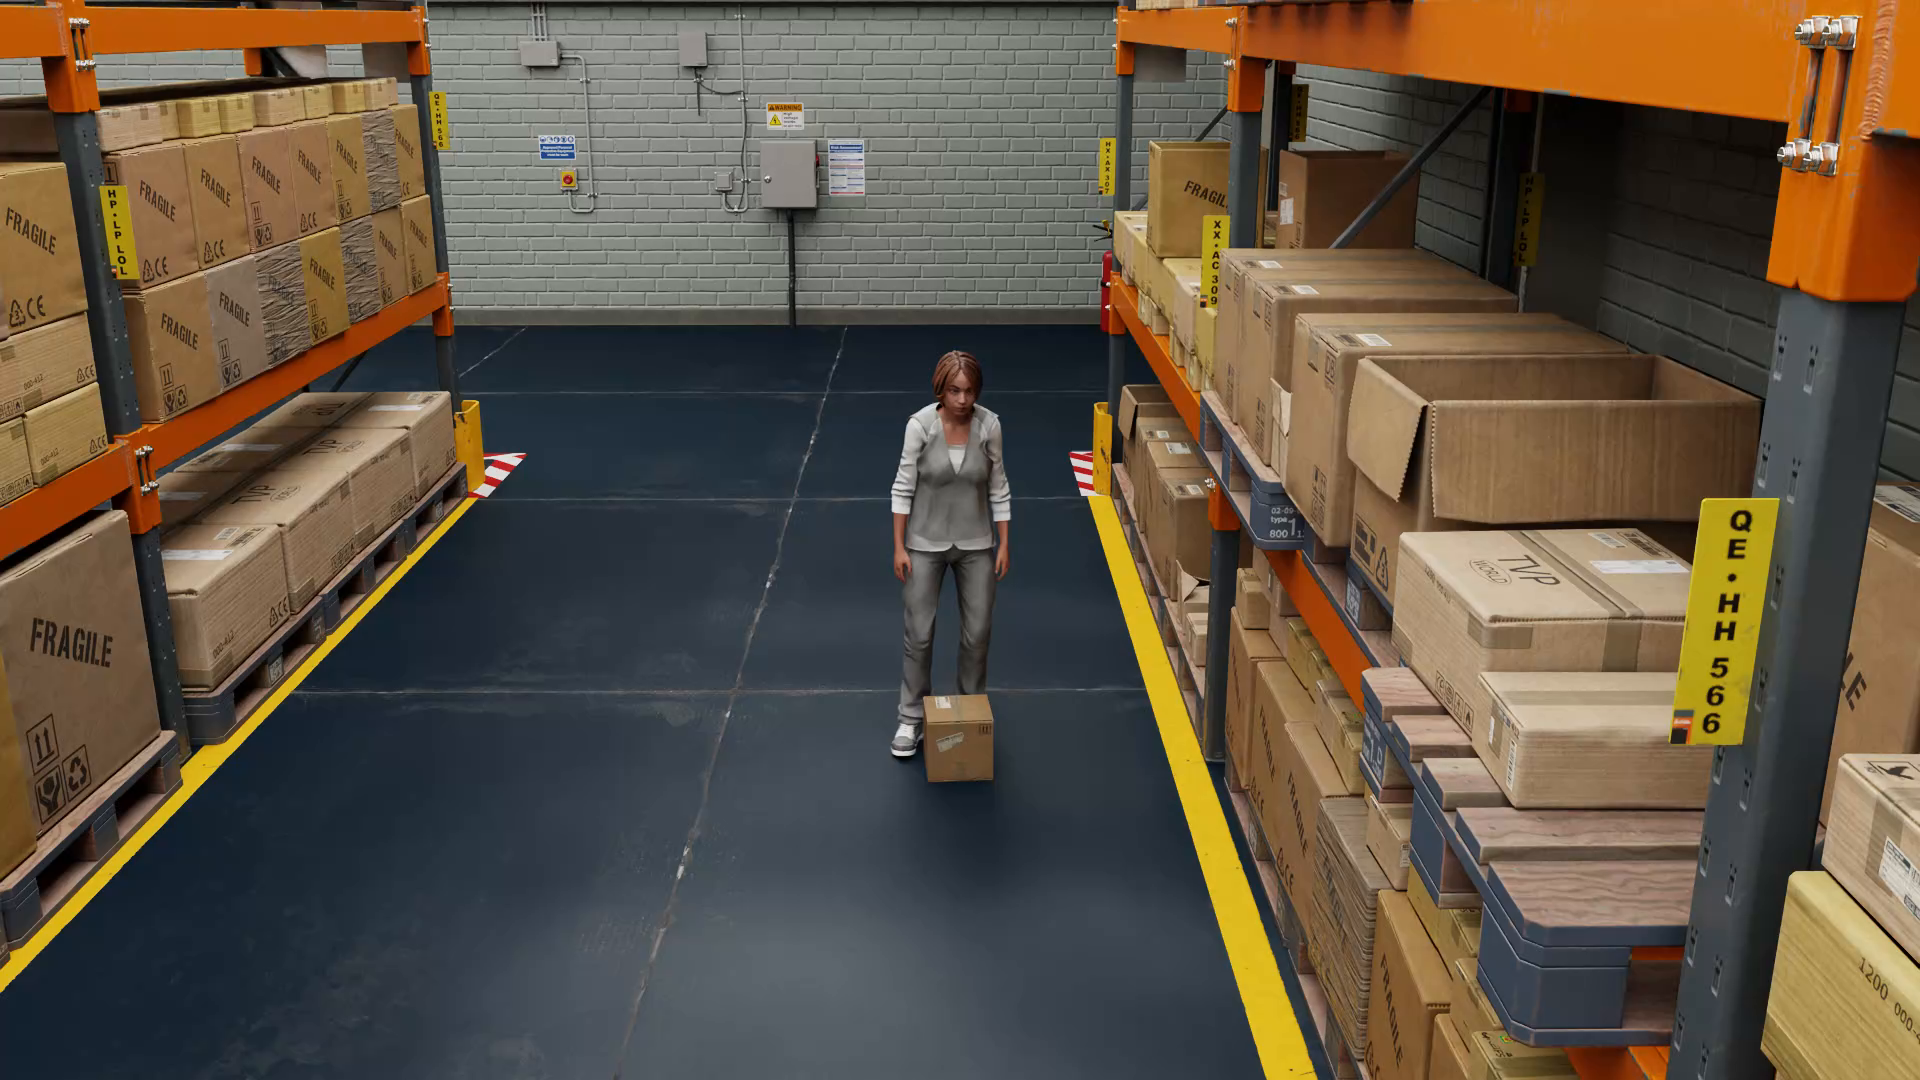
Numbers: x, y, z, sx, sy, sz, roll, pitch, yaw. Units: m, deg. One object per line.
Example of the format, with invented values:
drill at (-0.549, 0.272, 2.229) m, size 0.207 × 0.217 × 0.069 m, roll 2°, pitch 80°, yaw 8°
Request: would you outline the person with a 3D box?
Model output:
person at (-0.040, 0.054, 6.414) m, size 0.485 × 1.581 × 0.347 m, roll -2°, pitch 18°, yaw -7°
